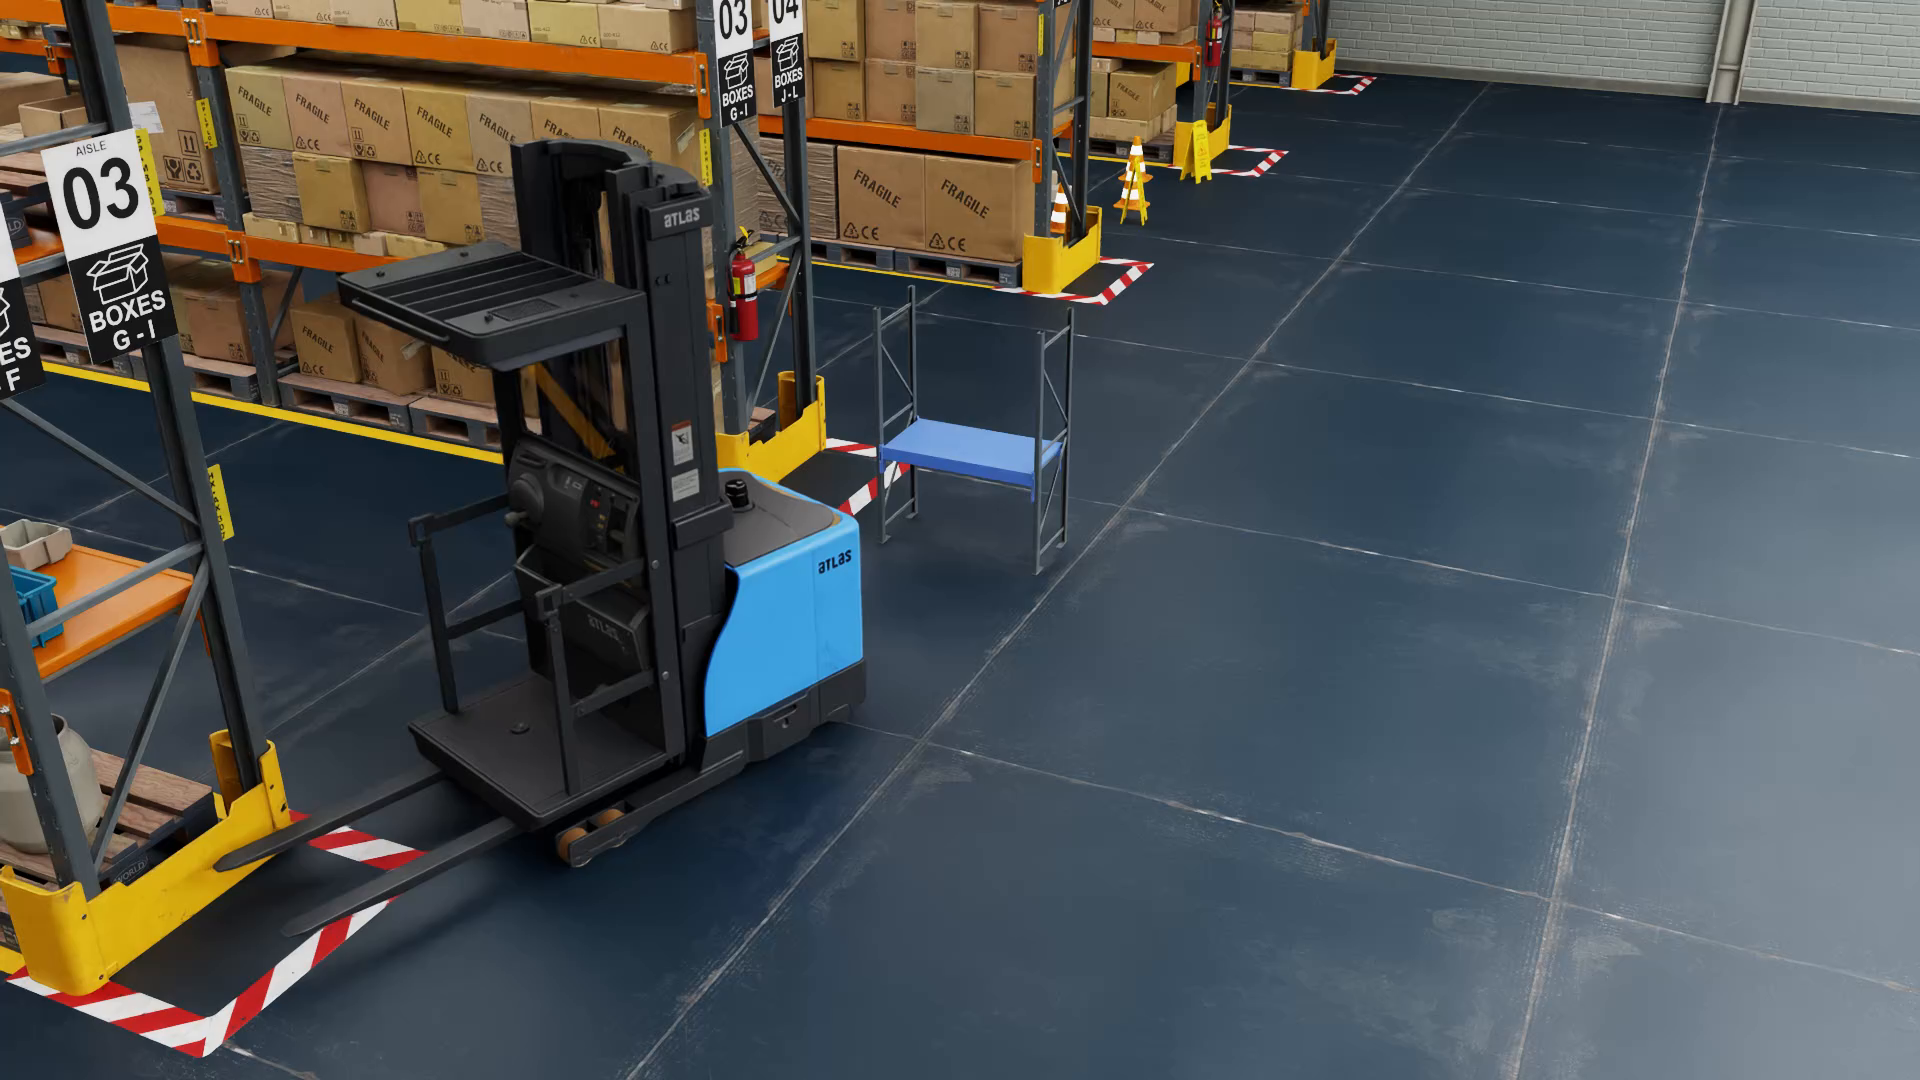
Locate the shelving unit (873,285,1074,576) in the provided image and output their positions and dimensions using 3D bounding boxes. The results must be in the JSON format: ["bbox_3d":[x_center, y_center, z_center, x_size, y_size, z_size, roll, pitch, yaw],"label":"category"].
[{"bbox_3d":[0.078,-0.657,9.887,1.048,1.500,0.538,11,28,22],"label":"shelving unit"}]

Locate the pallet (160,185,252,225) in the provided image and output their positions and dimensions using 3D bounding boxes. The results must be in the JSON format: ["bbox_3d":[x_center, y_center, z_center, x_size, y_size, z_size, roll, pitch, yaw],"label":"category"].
[{"bbox_3d":[-5.514,-2.636,12.426,1.213,0.211,1.003,11,28,22],"label":"pallet"}]

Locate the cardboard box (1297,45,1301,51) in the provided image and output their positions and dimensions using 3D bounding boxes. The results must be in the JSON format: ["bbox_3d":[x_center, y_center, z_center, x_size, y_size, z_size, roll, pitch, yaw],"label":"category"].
[{"bbox_3d":[4.550,-6.897,23.501,0.500,0.250,0.500,11,28,22],"label":"cardboard box"}]

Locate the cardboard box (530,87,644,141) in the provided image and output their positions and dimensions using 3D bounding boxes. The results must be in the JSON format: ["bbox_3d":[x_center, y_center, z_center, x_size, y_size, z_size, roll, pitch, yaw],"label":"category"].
[{"bbox_3d":[-2.298,-2.510,10.370,0.500,0.500,0.500,11,28,22],"label":"cardboard box"}]

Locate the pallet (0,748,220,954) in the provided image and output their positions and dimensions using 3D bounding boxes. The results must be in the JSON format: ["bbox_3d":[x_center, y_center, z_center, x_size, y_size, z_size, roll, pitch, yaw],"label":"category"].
[{"bbox_3d":[-4.113,1.304,7.362,1.213,0.211,1.003,11,28,22],"label":"pallet"}]

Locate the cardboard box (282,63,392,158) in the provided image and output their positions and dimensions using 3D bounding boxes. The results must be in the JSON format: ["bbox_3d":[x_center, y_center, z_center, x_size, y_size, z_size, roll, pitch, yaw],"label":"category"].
[{"bbox_3d":[-4.118,-2.876,11.113,0.500,0.500,0.500,11,28,22],"label":"cardboard box"}]

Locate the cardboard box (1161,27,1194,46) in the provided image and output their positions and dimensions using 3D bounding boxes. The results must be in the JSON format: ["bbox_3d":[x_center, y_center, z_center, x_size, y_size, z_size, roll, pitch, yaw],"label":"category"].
[{"bbox_3d":[2.436,-5.647,18.609,0.250,0.149,0.380,12,29,24],"label":"cardboard box"}]

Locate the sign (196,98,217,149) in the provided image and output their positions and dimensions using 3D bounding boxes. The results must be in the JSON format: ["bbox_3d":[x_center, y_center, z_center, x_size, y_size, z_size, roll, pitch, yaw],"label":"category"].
[{"bbox_3d":[-5.105,-2.820,11.271,0.005,0.325,0.100,11,28,22],"label":"sign"}]

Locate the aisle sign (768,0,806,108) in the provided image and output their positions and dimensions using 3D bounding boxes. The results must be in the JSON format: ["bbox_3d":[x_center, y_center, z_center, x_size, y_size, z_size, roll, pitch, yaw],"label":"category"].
[{"bbox_3d":[-1.057,-3.069,10.143,0.004,0.787,0.394,11,28,22],"label":"aisle sign"}]

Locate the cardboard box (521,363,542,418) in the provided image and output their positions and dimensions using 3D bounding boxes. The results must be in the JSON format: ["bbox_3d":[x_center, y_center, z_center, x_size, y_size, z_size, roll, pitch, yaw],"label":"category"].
[{"bbox_3d":[-2.919,-1.198,11.643,0.500,0.500,0.500,14,30,27],"label":"cardboard box"}]

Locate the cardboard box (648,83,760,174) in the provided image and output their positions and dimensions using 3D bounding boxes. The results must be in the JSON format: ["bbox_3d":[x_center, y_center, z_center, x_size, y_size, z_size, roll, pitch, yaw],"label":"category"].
[{"bbox_3d":[-1.625,-2.630,10.614,0.500,0.500,0.500,11,28,22],"label":"cardboard box"}]

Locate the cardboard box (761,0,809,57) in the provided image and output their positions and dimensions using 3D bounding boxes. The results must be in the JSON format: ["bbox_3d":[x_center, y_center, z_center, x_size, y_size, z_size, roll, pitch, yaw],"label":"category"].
[{"bbox_3d":[-1.428,-4.763,15.136,0.550,0.550,0.875,11,28,22],"label":"cardboard box"}]

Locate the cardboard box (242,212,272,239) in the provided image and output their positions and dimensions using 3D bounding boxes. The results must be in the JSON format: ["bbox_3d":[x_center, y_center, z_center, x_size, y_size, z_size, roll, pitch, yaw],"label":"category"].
[{"bbox_3d":[-4.807,-2.251,11.711,0.250,0.149,0.380,11,28,22],"label":"cardboard box"}]

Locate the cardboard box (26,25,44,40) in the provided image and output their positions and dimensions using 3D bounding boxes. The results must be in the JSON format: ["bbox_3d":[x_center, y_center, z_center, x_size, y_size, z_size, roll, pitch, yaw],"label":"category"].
[{"bbox_3d":[-10.373,-5.808,18.936,0.250,0.149,0.380,11,28,21],"label":"cardboard box"}]

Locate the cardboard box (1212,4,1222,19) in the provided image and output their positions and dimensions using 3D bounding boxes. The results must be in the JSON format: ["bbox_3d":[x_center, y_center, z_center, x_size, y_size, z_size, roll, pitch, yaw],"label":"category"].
[{"bbox_3d":[3.437,-7.316,23.218,0.500,0.250,0.500,12,29,22],"label":"cardboard box"}]

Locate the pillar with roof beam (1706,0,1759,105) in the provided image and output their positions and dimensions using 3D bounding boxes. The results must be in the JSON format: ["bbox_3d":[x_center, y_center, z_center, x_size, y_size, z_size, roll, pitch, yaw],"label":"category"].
[{"bbox_3d":[8.335,-8.127,16.570,0.400,9.000,9.100,11,28,22],"label":"pillar with roof beam"}]

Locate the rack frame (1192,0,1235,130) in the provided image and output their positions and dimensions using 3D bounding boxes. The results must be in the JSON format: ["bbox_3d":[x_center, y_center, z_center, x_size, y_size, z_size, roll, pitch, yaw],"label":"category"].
[{"bbox_3d":[2.865,-5.778,18.589,0.127,3.000,1.000,11,28,22],"label":"rack frame"}]

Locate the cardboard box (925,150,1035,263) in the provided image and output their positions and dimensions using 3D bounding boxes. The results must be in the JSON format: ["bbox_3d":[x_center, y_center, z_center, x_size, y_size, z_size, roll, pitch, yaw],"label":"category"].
[{"bbox_3d":[0.263,-3.101,15.083,0.875,0.875,0.875,12,28,22],"label":"cardboard box"}]

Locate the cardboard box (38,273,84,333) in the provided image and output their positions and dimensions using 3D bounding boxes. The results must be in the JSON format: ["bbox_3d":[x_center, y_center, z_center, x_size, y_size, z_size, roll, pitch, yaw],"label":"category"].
[{"bbox_3d":[-6.872,-2.020,13.289,0.500,0.500,0.700,14,29,26],"label":"cardboard box"}]

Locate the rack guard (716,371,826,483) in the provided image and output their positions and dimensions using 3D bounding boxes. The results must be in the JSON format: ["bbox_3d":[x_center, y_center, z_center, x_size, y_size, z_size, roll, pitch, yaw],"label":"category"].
[{"bbox_3d":[-1.306,-0.685,11.076,0.348,0.500,1.175,11,28,22],"label":"rack guard"}]

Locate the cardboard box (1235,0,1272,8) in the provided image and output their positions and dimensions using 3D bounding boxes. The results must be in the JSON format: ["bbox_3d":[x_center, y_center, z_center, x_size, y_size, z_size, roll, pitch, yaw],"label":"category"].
[{"bbox_3d":[4.101,-7.431,23.454,0.500,0.250,0.500,11,28,22],"label":"cardboard box"}]

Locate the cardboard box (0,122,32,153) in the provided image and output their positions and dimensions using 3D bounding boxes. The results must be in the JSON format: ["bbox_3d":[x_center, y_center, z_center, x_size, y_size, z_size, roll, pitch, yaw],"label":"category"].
[{"bbox_3d":[-7.089,-2.978,12.597,0.500,0.250,0.500,11,28,20],"label":"cardboard box"}]

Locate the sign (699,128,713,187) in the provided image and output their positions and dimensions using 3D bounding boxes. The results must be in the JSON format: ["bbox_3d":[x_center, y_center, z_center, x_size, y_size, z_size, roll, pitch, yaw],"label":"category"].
[{"bbox_3d":[-1.485,-2.235,9.724,0.005,0.325,0.100,11,28,22],"label":"sign"}]

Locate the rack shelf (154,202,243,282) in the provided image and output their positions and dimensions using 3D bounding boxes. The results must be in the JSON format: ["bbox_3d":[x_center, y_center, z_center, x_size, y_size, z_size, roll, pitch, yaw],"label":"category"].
[{"bbox_3d":[-6.699,-2.567,12.883,4.000,0.370,1.077,11,28,22],"label":"rack shelf"}]

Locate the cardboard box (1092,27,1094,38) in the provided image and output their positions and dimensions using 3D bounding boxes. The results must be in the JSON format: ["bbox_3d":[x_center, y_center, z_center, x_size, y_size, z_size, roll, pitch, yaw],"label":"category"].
[{"bbox_3d":[1.513,-5.843,19.006,0.250,0.149,0.380,12,29,23],"label":"cardboard box"}]

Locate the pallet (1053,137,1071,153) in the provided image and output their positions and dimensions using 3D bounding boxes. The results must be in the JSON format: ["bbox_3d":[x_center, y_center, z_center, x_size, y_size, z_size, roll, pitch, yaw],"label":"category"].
[{"bbox_3d":[0.964,-4.927,20.018,1.213,0.211,1.003,11,28,22],"label":"pallet"}]

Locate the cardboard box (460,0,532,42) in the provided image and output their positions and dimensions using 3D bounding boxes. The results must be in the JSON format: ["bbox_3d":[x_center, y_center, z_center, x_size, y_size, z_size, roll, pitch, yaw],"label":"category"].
[{"bbox_3d":[-2.700,-3.245,10.218,0.500,0.250,0.500,12,29,23],"label":"cardboard box"}]

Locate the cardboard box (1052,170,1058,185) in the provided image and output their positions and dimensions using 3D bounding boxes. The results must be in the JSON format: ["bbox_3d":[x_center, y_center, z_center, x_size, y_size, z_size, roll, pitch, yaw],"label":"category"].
[{"bbox_3d":[0.836,-3.926,18.056,0.380,0.149,0.250,-18,31,-31],"label":"cardboard box"}]

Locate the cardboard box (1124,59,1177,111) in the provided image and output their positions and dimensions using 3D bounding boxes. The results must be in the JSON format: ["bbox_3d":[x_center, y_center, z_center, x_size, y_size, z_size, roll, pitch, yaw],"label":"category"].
[{"bbox_3d":[2.223,-5.332,19.472,0.500,0.500,0.500,10,28,20],"label":"cardboard box"}]

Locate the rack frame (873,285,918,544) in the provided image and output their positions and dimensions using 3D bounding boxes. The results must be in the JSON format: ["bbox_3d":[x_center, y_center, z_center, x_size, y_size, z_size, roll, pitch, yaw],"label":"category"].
[{"bbox_3d":[-0.385,-0.750,10.076,0.032,1.500,0.500,11,28,22],"label":"rack frame"}]

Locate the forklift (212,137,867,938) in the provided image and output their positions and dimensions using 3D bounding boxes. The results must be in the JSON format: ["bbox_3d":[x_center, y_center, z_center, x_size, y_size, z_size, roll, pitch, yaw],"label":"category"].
[{"bbox_3d":[-1.852,-0.131,7.199,1.130,2.935,3.031,23,34,38],"label":"forklift"}]

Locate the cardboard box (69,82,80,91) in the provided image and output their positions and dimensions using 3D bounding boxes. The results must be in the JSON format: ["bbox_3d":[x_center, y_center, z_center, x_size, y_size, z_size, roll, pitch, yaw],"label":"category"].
[{"bbox_3d":[-10.470,-5.360,19.819,0.250,0.149,0.380,13,29,24],"label":"cardboard box"}]

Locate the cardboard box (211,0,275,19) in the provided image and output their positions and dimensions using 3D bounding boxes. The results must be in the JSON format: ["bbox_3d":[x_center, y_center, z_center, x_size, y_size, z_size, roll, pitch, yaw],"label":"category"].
[{"bbox_3d":[-4.575,-3.617,10.975,0.500,0.250,0.500,10,28,20],"label":"cardboard box"}]

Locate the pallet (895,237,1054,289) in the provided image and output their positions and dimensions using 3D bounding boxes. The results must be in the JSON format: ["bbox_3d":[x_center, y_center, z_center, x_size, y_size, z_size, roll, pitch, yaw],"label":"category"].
[{"bbox_3d":[0.148,-2.632,15.358,1.213,0.211,1.003,11,28,22],"label":"pallet"}]

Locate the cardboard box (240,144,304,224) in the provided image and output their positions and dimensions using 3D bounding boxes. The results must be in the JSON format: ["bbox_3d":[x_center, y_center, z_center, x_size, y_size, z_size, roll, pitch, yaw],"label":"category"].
[{"bbox_3d":[-4.494,-2.595,11.676,0.500,0.500,0.875,11,28,22],"label":"cardboard box"}]

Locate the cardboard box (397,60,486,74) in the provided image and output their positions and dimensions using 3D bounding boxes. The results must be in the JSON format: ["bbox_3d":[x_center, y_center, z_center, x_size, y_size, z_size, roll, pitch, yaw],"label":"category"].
[{"bbox_3d":[-3.445,-2.997,11.359,0.500,0.500,0.500,11,28,22],"label":"cardboard box"}]

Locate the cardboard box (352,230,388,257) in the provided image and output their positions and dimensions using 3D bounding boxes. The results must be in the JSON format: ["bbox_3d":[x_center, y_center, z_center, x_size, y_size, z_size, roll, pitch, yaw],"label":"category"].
[{"bbox_3d":[-3.904,-2.062,11.326,0.250,0.149,0.380,11,28,22],"label":"cardboard box"}]

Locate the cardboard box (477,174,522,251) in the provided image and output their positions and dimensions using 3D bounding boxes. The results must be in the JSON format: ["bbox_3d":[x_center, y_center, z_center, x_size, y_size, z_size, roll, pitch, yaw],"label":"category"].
[{"bbox_3d":[-2.669,-2.235,10.943,0.500,0.500,0.875,11,28,22],"label":"cardboard box"}]

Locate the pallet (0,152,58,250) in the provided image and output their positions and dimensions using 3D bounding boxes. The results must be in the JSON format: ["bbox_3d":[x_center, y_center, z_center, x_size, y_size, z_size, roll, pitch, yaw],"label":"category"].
[{"bbox_3d":[-4.000,-1.253,6.217,1.213,0.211,1.003,11,28,22],"label":"pallet"}]

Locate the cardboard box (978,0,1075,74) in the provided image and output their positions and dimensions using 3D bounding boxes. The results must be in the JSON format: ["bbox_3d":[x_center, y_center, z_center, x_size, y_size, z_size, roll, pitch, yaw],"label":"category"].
[{"bbox_3d":[0.586,-4.404,14.407,0.550,0.550,0.875,11,28,22],"label":"cardboard box"}]

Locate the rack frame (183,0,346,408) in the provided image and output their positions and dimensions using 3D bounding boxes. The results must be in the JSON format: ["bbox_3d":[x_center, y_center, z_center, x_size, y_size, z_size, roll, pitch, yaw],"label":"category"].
[{"bbox_3d":[-4.879,-2.524,11.981,0.127,3.000,1.000,11,28,22],"label":"rack frame"}]

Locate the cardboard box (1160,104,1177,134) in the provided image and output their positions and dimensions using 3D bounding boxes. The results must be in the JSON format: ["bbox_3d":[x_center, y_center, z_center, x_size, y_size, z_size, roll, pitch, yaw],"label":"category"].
[{"bbox_3d":[2.245,-4.991,19.629,0.500,0.250,0.500,11,28,21],"label":"cardboard box"}]

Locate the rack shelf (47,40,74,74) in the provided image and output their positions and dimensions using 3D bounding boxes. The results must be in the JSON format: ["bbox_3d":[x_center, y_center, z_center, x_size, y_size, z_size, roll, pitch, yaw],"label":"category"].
[{"bbox_3d":[-8.195,-5.274,18.382,4.000,0.370,1.077,11,28,22],"label":"rack shelf"}]

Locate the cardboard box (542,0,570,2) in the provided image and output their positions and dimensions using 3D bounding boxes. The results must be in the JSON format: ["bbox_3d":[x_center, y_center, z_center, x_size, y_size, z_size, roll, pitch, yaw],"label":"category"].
[{"bbox_3d":[-2.340,-3.313,9.905,0.250,0.149,0.380,12,28,22],"label":"cardboard box"}]

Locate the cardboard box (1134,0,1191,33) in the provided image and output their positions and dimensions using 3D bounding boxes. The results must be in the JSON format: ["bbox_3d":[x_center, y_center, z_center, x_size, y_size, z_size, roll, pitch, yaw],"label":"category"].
[{"bbox_3d":[2.257,-5.944,18.478,0.500,0.500,0.500,11,28,21],"label":"cardboard box"}]

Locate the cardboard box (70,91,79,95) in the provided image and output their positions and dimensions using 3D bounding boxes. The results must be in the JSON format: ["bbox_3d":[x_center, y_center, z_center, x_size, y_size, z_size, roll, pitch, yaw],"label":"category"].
[{"bbox_3d":[-10.447,-5.100,19.290,0.250,0.149,0.380,12,29,23],"label":"cardboard box"}]

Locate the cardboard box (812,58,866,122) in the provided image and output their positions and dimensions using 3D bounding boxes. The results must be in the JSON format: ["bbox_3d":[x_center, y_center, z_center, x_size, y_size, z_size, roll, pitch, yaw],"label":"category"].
[{"bbox_3d":[-0.916,-4.211,15.237,0.500,0.550,0.875,11,28,22],"label":"cardboard box"}]

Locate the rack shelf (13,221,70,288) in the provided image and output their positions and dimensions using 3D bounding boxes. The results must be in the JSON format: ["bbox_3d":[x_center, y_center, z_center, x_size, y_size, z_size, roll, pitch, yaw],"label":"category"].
[{"bbox_3d":[-5.108,-1.190,6.690,4.000,0.370,1.077,11,28,22],"label":"rack shelf"}]

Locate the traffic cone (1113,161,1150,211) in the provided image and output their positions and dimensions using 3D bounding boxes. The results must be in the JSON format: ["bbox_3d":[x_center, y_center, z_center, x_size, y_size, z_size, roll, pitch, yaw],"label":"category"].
[{"bbox_3d":[1.789,-3.691,17.223,0.334,0.463,0.336,11,28,22],"label":"traffic cone"}]
